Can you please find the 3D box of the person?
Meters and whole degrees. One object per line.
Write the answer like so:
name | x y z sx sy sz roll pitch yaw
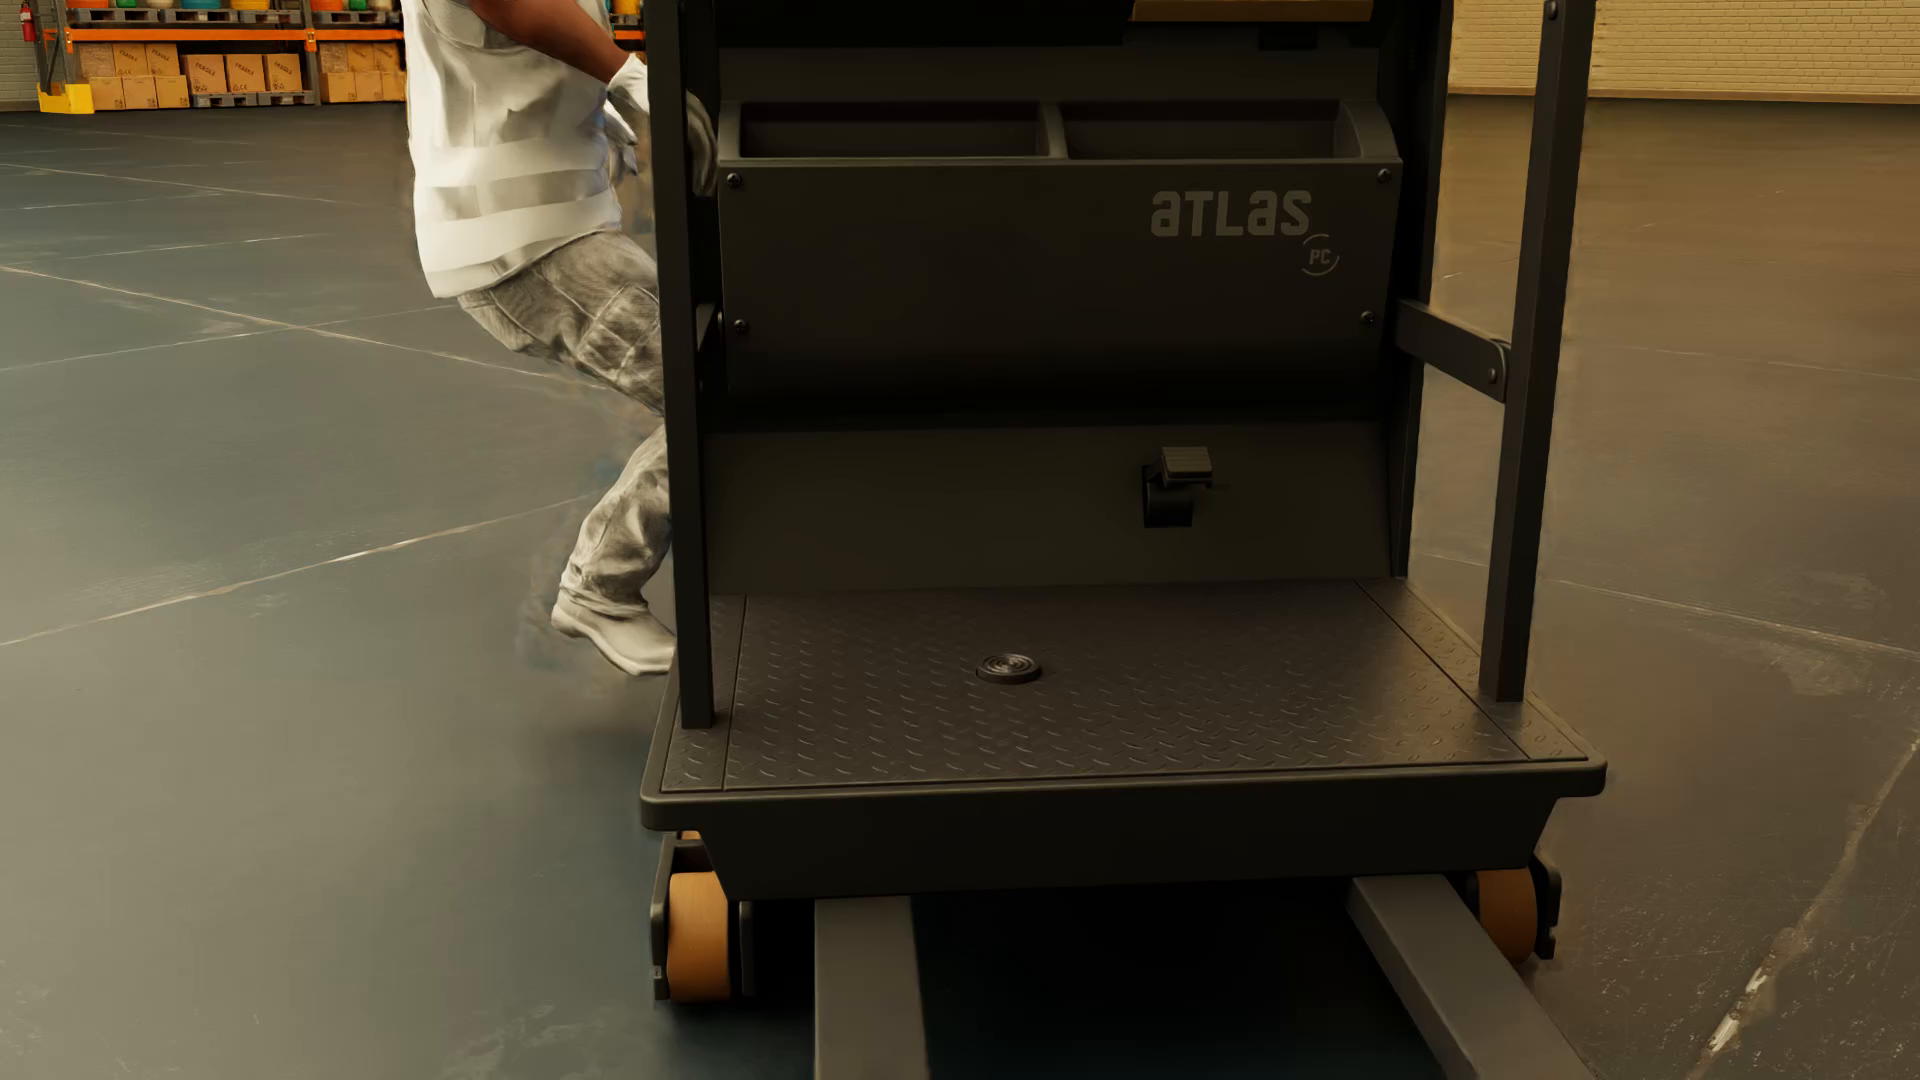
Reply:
person | -0.496 -0.531 2.842 0.807 1.666 1.082 -3 17 -10

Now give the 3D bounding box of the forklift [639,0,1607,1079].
forklift | 0.156 -0.930 1.960 1.130 2.935 3.031 -1 17 -5
